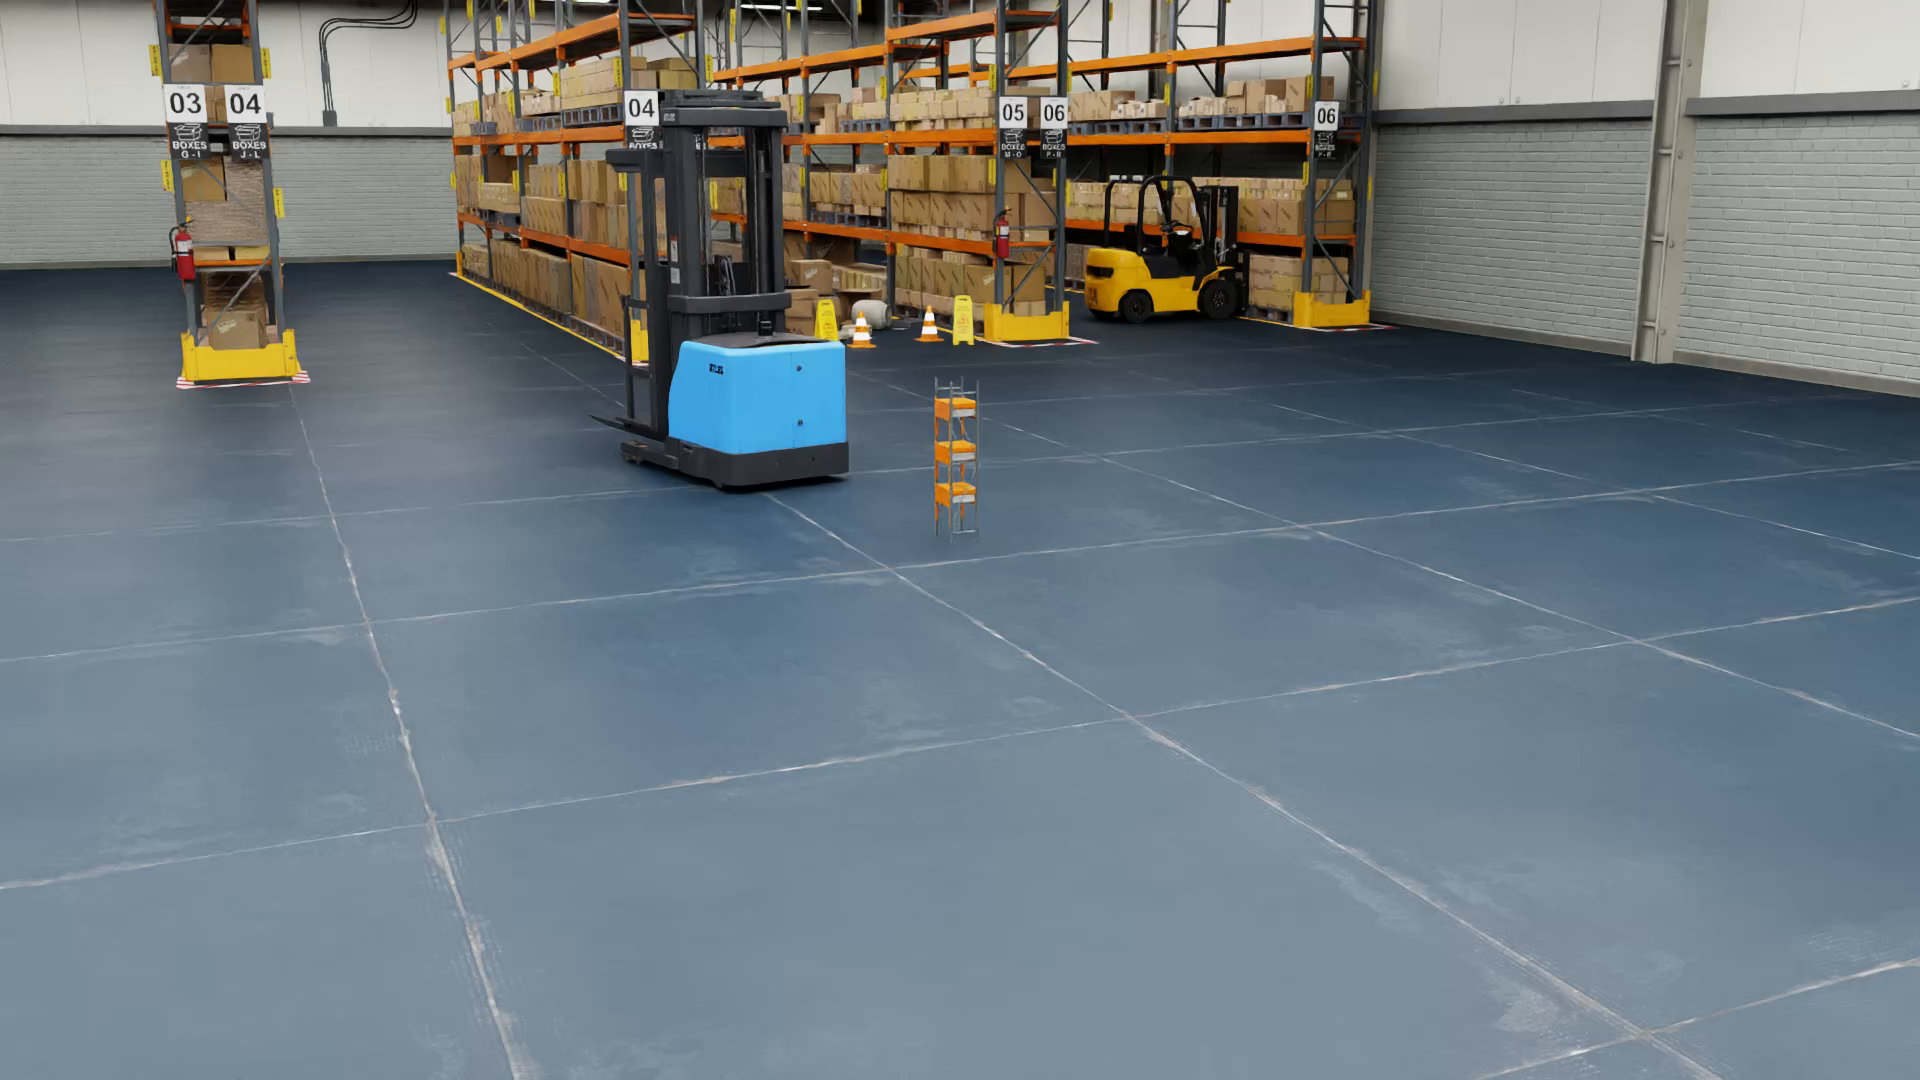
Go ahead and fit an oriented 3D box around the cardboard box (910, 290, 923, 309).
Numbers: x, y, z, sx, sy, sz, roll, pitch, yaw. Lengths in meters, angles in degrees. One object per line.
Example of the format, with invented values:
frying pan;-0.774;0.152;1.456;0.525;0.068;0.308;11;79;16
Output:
cardboard box;-0.445;-3.640;25.113;0.500;0.250;0.500;-5;14;-20

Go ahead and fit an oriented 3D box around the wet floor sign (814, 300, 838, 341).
wet floor sign;-1.725;-2.762;21.374;0.267;0.644;0.232;-9;16;-33

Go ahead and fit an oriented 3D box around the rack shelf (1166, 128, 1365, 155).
rack shelf;4.689;-6.178;25.852;1.077;0.370;4.000;-6;14;-23

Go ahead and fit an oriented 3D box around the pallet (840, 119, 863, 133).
pallet;-1.226;-6.752;27.155;1.213;0.211;1.003;-6;14;-23

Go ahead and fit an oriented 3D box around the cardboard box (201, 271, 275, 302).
cardboard box;-11.598;-4.276;26.474;1.225;0.875;0.875;-6;14;-26

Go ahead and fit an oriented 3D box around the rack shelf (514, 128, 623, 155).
rack shelf;-5.955;-6.087;25.461;1.077;0.370;4.000;-6;14;-23

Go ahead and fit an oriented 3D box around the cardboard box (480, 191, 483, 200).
cardboard box;-8.516;-6.267;30.259;0.380;0.149;0.250;-6;14;-24

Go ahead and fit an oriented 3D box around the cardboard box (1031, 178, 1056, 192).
cardboard box;1.462;-6.882;32.791;0.797;0.503;0.637;-6;14;-24

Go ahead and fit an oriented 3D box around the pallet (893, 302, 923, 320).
pallet;-0.357;-3.537;25.683;1.003;0.211;1.213;-6;14;-23

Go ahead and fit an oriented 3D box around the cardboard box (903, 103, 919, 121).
cardboard box;-0.518;-6.343;24.643;0.500;0.250;0.500;-6;14;-23

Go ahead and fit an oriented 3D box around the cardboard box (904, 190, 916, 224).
cardboard box;-0.515;-5.007;24.969;0.500;0.500;0.500;-6;14;-23

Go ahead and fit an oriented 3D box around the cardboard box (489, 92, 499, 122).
cardboard box;-7.860;-7.601;29.246;0.797;0.503;0.637;-6;14;-24

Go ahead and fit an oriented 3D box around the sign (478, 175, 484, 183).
sign;-8.852;-6.587;30.757;0.100;0.325;0.005;-6;14;-23

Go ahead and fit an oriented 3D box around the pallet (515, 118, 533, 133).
pallet;-6.449;-6.630;26.632;1.213;0.211;1.003;-5;14;-20

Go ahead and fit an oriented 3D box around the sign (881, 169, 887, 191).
sign;-1.166;-5.544;25.604;0.100;0.325;0.005;-6;14;-23

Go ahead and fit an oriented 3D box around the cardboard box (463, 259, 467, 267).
cardboard box;-10.044;-5.721;34.326;0.380;0.149;0.250;-5;14;-22

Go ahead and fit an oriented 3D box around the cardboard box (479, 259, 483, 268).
cardboard box;-9.019;-5.321;31.940;0.380;0.149;0.250;-6;14;-25

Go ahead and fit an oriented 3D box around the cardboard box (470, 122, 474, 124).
cardboard box;-8.992;-7.785;31.535;0.500;0.250;0.500;-6;14;-23

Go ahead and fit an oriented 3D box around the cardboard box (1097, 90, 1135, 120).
cardboard box;2.760;-7.688;29.407;0.500;0.500;0.500;-5;14;-22

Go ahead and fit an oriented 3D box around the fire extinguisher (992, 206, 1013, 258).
fire extinguisher;0.567;-4.101;22.110;0.296;0.674;0.183;-6;14;-23

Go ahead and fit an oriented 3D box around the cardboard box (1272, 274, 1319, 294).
cardboard box;5.009;-3.834;24.843;0.500;0.250;0.500;-6;14;-24

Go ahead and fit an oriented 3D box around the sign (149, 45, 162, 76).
sign;-8.653;-5.156;17.879;0.100;0.325;0.005;-6;14;-23

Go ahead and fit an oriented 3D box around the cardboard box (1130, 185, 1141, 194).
cardboard box;3.151;-6.045;28.674;0.380;0.149;0.250;-6;14;-25

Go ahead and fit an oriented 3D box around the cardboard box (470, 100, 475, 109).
cardboard box;-8.986;-8.182;31.257;0.380;0.149;0.250;-6;14;-23

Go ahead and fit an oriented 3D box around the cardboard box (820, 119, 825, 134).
cardboard box;-2.188;-7.120;28.627;0.396;0.266;0.258;-6;14;-23

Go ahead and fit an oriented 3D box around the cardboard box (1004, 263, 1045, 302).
cardboard box;0.864;-3.631;23.411;0.500;0.500;0.500;-6;14;-25

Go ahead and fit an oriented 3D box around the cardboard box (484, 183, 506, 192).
cardboard box;-8.306;-6.303;29.756;0.380;0.149;0.250;-6;14;-24

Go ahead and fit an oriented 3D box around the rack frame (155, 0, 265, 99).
rack frame;-8.136;-6.232;17.840;1.000;3.000;0.127;-6;14;-23

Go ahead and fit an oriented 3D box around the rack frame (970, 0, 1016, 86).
rack frame;0.683;-10.056;34.360;1.000;3.000;0.127;-6;14;-23

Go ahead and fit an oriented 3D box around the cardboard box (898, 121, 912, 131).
cardboard box;-0.707;-6.224;25.014;0.380;0.149;0.250;-6;14;-23

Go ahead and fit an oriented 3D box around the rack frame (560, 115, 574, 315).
rack frame;-5.154;-4.563;23.932;1.000;3.000;0.127;-6;14;-23

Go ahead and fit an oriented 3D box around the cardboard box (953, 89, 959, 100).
cardboard box;0.124;-6.248;23.348;0.380;0.149;0.250;-6;14;-25

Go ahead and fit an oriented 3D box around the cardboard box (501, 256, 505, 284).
cardboard box;-7.869;-4.810;29.611;0.500;0.500;0.500;-5;14;-22

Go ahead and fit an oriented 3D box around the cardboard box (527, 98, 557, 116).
cardboard box;-6.467;-6.758;25.944;0.500;0.250;0.500;-5;14;-21

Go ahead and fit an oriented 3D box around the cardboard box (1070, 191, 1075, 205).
cardboard box;2.217;-6.361;30.925;0.500;0.250;0.500;-6;14;-23

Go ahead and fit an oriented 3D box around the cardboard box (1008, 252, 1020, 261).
cardboard box;1.291;-5.679;33.367;0.500;0.500;0.500;-6;14;-25

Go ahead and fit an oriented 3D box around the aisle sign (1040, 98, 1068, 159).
aisle sign;1.253;-5.486;22.156;0.394;0.787;0.004;-6;14;-23

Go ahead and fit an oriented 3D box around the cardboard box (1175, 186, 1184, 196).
cardboard box;3.775;-5.755;27.423;0.380;0.149;0.250;-6;14;-24

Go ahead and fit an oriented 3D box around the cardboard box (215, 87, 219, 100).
cardboard box;-8.264;-5.073;18.933;0.380;0.149;0.250;-6;14;-24

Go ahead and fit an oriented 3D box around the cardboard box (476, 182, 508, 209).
cardboard box;-8.811;-6.484;31.350;0.500;0.500;0.500;-6;14;-23

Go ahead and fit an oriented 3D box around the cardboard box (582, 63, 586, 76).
cardboard box;-4.710;-6.123;21.658;0.380;0.149;0.250;-6;14;-23

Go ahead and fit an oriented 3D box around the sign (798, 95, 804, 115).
sign;-2.773;-7.561;28.910;0.100;0.325;0.005;-6;14;-23

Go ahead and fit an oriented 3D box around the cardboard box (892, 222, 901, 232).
cardboard box;-0.826;-4.814;25.576;0.380;0.149;0.250;-6;14;-23

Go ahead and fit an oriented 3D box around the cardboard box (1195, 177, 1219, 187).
cardboard box;4.042;-5.799;26.954;0.380;0.149;0.250;-6;14;-24

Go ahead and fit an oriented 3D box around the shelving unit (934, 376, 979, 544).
shelving unit;-0.021;-0.523;10.799;0.215;1.050;0.252;-6;14;-23

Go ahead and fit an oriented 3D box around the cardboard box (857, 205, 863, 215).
cardboard box;-1.448;-5.353;26.971;0.380;0.149;0.250;-5;14;-22

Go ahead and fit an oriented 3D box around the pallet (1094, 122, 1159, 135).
pallet;3.090;-7.313;29.581;1.003;0.211;1.213;-5;14;-20

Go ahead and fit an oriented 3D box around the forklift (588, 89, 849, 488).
forklift;-2.129;-2.091;13.405;1.130;2.935;3.031;-9;16;-35

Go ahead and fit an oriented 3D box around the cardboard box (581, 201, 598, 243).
cardboard box;-4.645;-4.327;22.581;0.875;0.550;0.550;-6;14;-23

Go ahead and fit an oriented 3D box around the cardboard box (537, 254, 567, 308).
cardboard box;-5.868;-3.991;25.520;1.050;0.750;0.750;-6;14;-23

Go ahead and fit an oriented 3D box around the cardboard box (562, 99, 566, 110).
cardboard box;-5.319;-6.049;23.106;0.380;0.149;0.250;-6;14;-24

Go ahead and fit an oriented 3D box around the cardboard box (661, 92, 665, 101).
cardboard box;-3.498;-5.481;20.652;0.380;0.149;0.250;-5;14;-22

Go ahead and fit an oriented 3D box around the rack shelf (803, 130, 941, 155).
rack shelf;-1.460;-6.555;27.483;1.077;0.370;4.000;-6;14;-23
